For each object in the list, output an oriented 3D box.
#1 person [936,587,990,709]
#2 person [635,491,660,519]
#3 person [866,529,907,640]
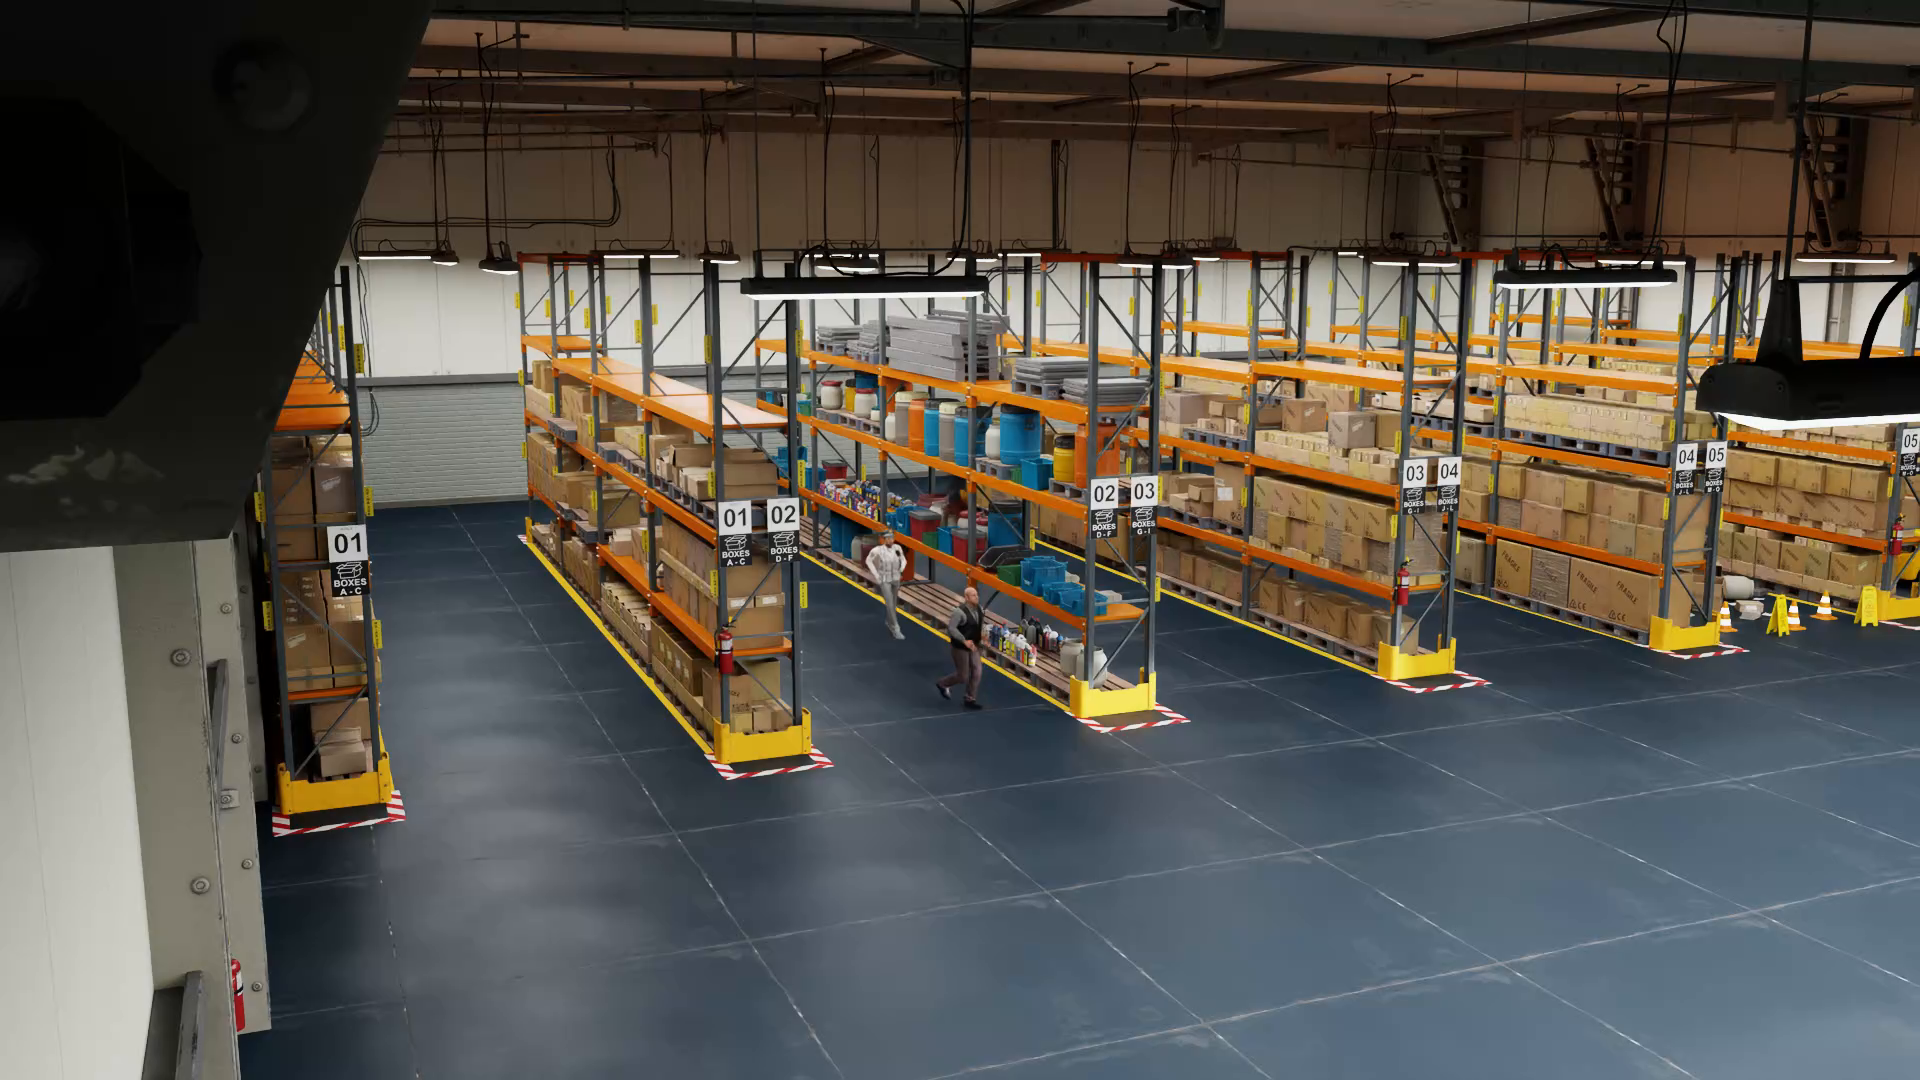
[{"bbox_3d":[0.009,1.437,22.577,0.745,1.675,0.664,9,14,41],"label":"person"},{"bbox_3d":[-6.568,-0.762,34.982,0.662,1.520,0.498,-8,13,-36],"label":"person"},{"bbox_3d":[-1.088,0.634,25.270,0.614,1.690,0.792,-6,12,-28],"label":"person"}]
